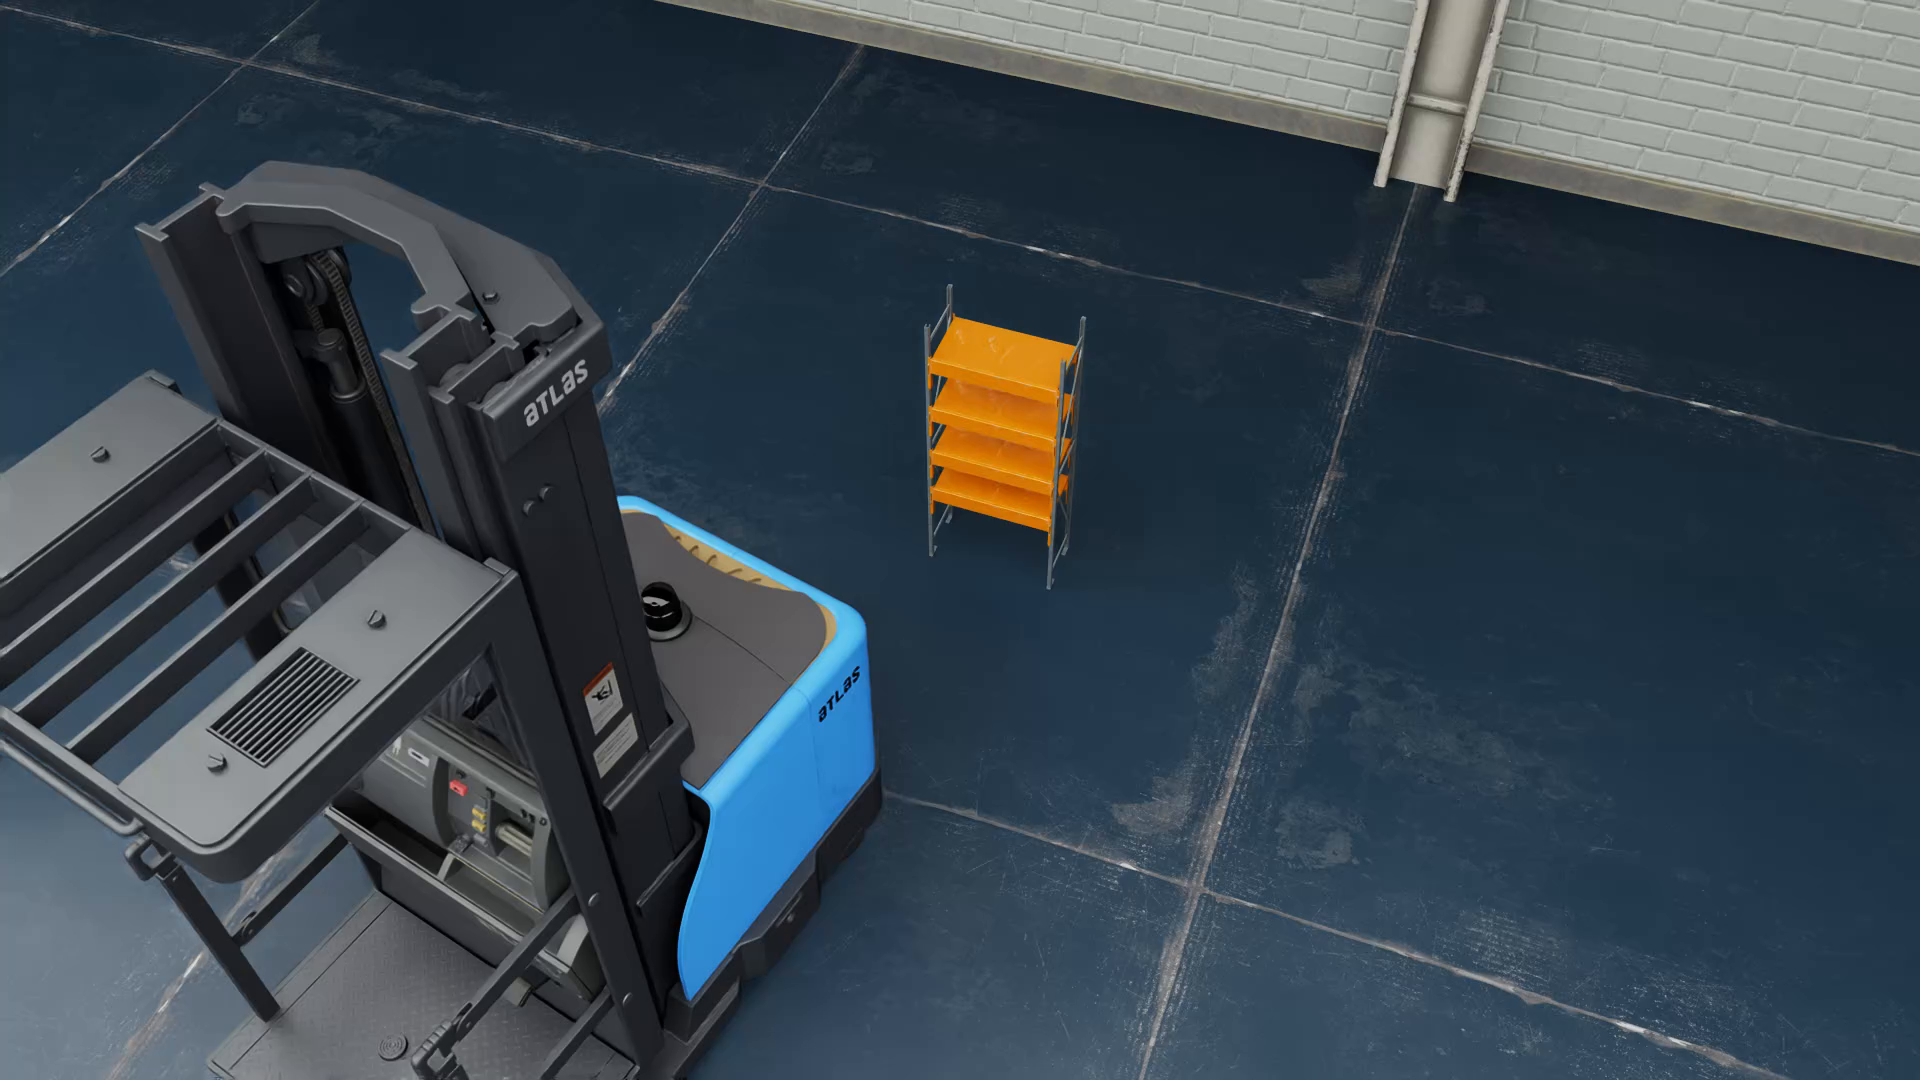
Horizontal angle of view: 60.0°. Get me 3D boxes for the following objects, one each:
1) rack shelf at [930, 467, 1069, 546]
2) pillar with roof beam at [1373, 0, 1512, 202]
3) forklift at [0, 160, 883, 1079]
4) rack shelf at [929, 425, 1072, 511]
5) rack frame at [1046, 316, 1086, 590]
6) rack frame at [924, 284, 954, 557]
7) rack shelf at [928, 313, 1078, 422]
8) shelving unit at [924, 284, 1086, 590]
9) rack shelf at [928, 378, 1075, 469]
[{"bbox_3d":[0.155,-0.176,6.326,0.480,0.148,0.258,16,51,13],"label":"rack shelf"},{"bbox_3d":[0.765,-1.687,2.124,0.400,9.000,9.100,16,51,13],"label":"pillar with roof beam"},{"bbox_3d":[-1.488,0.710,4.062,1.130,2.935,3.031,26,54,21],"label":"forklift"},{"bbox_3d":[0.155,-0.306,6.176,0.480,0.148,0.258,16,51,13],"label":"rack shelf"},{"bbox_3d":[0.384,-0.286,6.070,0.015,1.200,0.240,16,51,13],"label":"rack frame"},{"bbox_3d":[-0.074,-0.414,6.181,0.015,1.200,0.240,16,51,13],"label":"rack frame"},{"bbox_3d":[0.155,-0.607,5.829,0.480,0.148,0.258,16,51,13],"label":"rack shelf"},{"bbox_3d":[0.155,-0.350,6.126,0.503,1.200,0.258,16,51,13],"label":"shelving unit"},{"bbox_3d":[0.155,-0.452,6.007,0.480,0.148,0.258,16,51,13],"label":"rack shelf"}]
